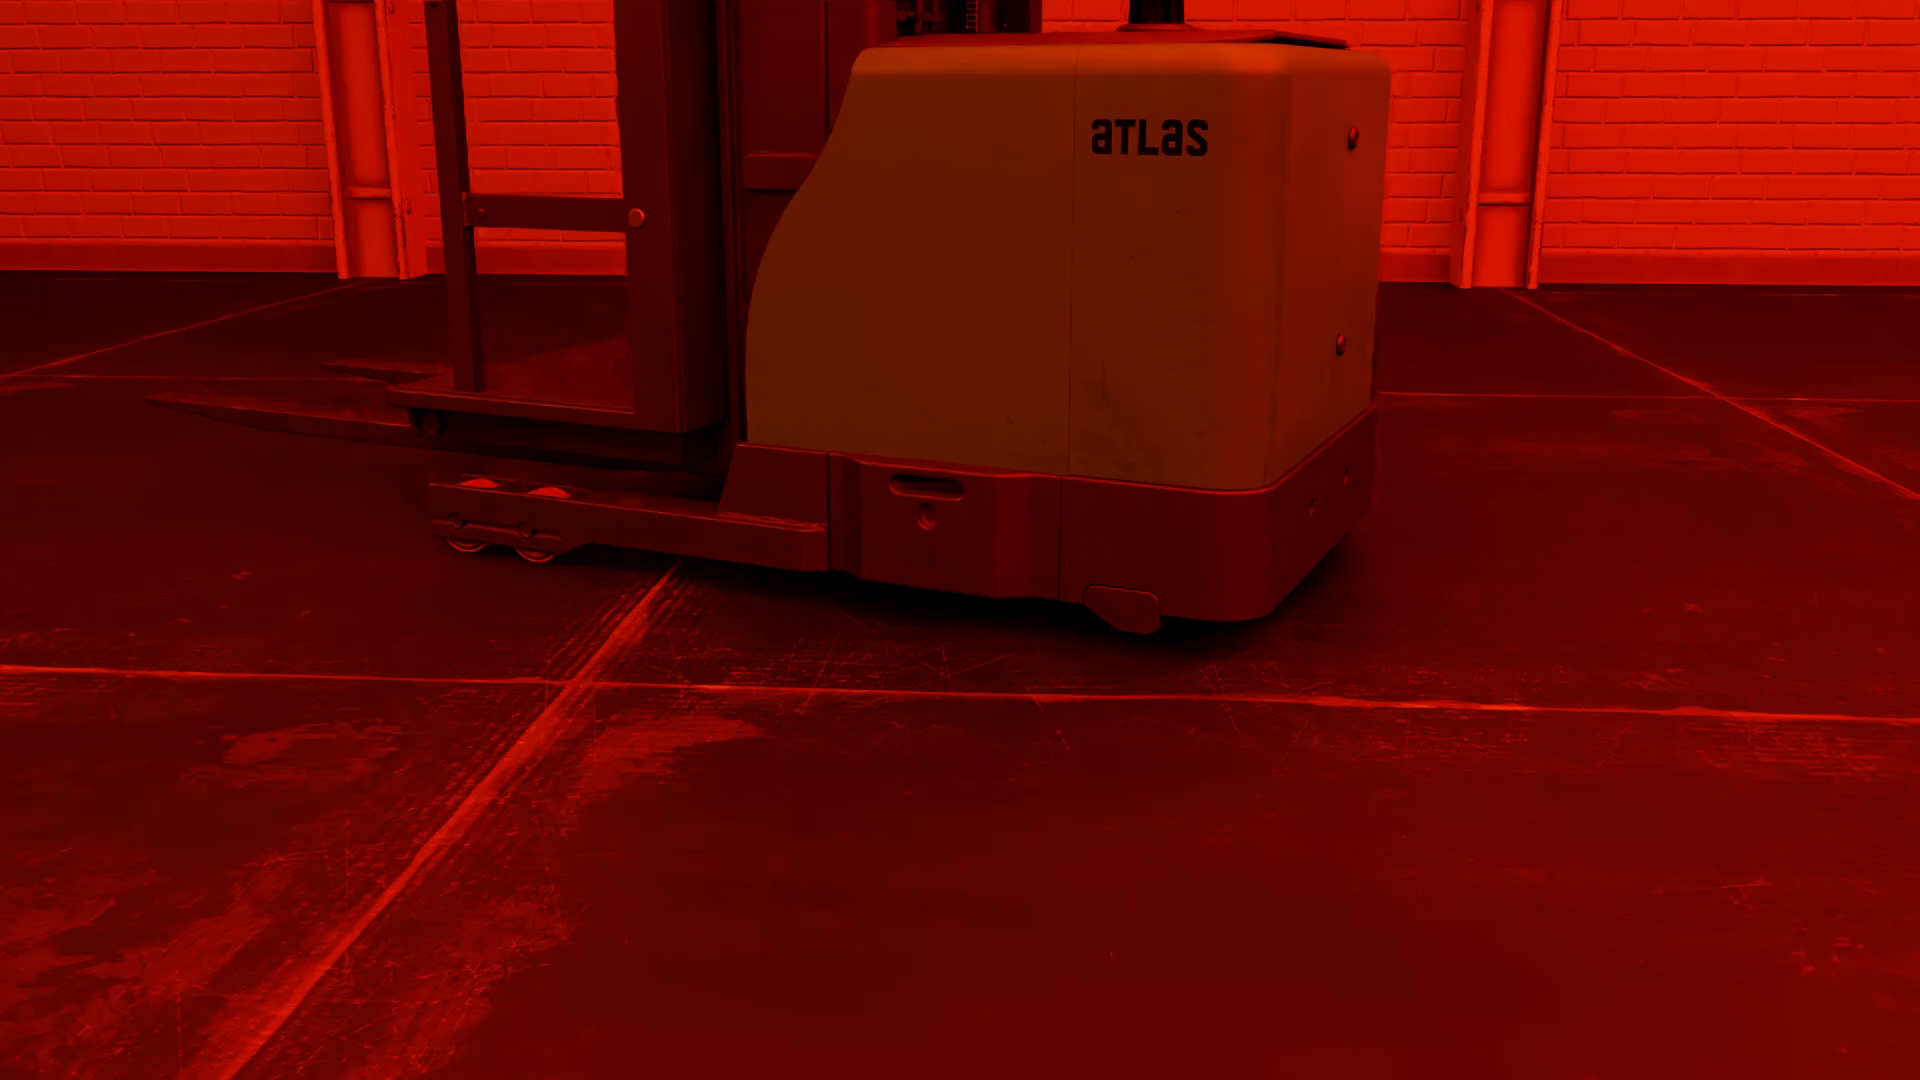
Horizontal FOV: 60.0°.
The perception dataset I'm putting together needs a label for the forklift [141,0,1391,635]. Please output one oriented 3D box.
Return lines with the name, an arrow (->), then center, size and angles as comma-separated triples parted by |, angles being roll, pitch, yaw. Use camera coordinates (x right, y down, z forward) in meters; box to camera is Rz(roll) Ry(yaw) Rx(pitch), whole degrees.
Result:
forklift -> -0.622, -1.480, 3.672 | 3.031, 2.935, 1.130 | 7, 17, 24
